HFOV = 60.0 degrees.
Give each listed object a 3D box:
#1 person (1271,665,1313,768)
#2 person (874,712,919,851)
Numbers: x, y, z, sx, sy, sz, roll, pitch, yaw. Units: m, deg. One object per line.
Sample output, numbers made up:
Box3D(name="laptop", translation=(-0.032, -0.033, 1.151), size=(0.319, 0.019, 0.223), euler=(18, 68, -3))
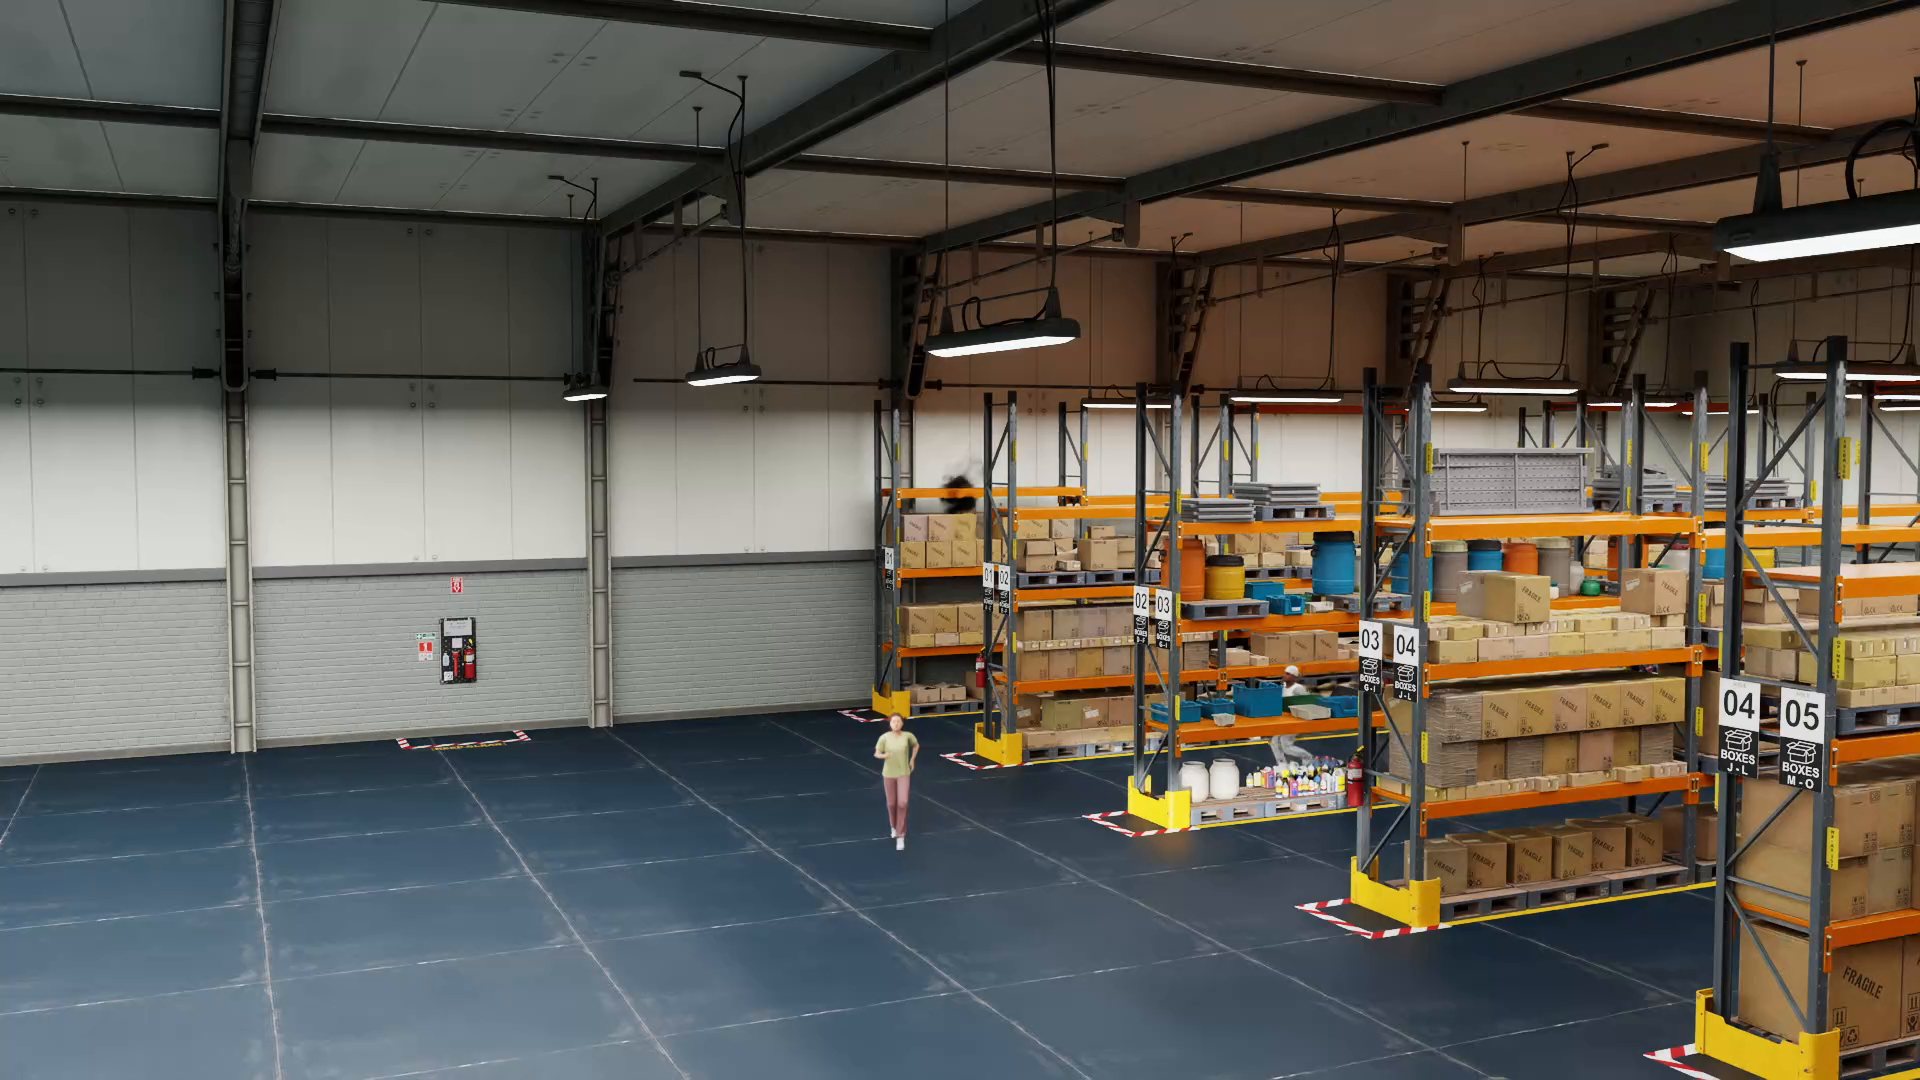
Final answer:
Box3D(name="person", translation=(5.103, 2.802, 25.695), size=(0.675, 1.734, 0.685), euler=(-1, 4, -21))
Box3D(name="person", translation=(-0.820, 3.063, 21.409), size=(0.565, 1.703, 0.813), euler=(0, 3, 1))
